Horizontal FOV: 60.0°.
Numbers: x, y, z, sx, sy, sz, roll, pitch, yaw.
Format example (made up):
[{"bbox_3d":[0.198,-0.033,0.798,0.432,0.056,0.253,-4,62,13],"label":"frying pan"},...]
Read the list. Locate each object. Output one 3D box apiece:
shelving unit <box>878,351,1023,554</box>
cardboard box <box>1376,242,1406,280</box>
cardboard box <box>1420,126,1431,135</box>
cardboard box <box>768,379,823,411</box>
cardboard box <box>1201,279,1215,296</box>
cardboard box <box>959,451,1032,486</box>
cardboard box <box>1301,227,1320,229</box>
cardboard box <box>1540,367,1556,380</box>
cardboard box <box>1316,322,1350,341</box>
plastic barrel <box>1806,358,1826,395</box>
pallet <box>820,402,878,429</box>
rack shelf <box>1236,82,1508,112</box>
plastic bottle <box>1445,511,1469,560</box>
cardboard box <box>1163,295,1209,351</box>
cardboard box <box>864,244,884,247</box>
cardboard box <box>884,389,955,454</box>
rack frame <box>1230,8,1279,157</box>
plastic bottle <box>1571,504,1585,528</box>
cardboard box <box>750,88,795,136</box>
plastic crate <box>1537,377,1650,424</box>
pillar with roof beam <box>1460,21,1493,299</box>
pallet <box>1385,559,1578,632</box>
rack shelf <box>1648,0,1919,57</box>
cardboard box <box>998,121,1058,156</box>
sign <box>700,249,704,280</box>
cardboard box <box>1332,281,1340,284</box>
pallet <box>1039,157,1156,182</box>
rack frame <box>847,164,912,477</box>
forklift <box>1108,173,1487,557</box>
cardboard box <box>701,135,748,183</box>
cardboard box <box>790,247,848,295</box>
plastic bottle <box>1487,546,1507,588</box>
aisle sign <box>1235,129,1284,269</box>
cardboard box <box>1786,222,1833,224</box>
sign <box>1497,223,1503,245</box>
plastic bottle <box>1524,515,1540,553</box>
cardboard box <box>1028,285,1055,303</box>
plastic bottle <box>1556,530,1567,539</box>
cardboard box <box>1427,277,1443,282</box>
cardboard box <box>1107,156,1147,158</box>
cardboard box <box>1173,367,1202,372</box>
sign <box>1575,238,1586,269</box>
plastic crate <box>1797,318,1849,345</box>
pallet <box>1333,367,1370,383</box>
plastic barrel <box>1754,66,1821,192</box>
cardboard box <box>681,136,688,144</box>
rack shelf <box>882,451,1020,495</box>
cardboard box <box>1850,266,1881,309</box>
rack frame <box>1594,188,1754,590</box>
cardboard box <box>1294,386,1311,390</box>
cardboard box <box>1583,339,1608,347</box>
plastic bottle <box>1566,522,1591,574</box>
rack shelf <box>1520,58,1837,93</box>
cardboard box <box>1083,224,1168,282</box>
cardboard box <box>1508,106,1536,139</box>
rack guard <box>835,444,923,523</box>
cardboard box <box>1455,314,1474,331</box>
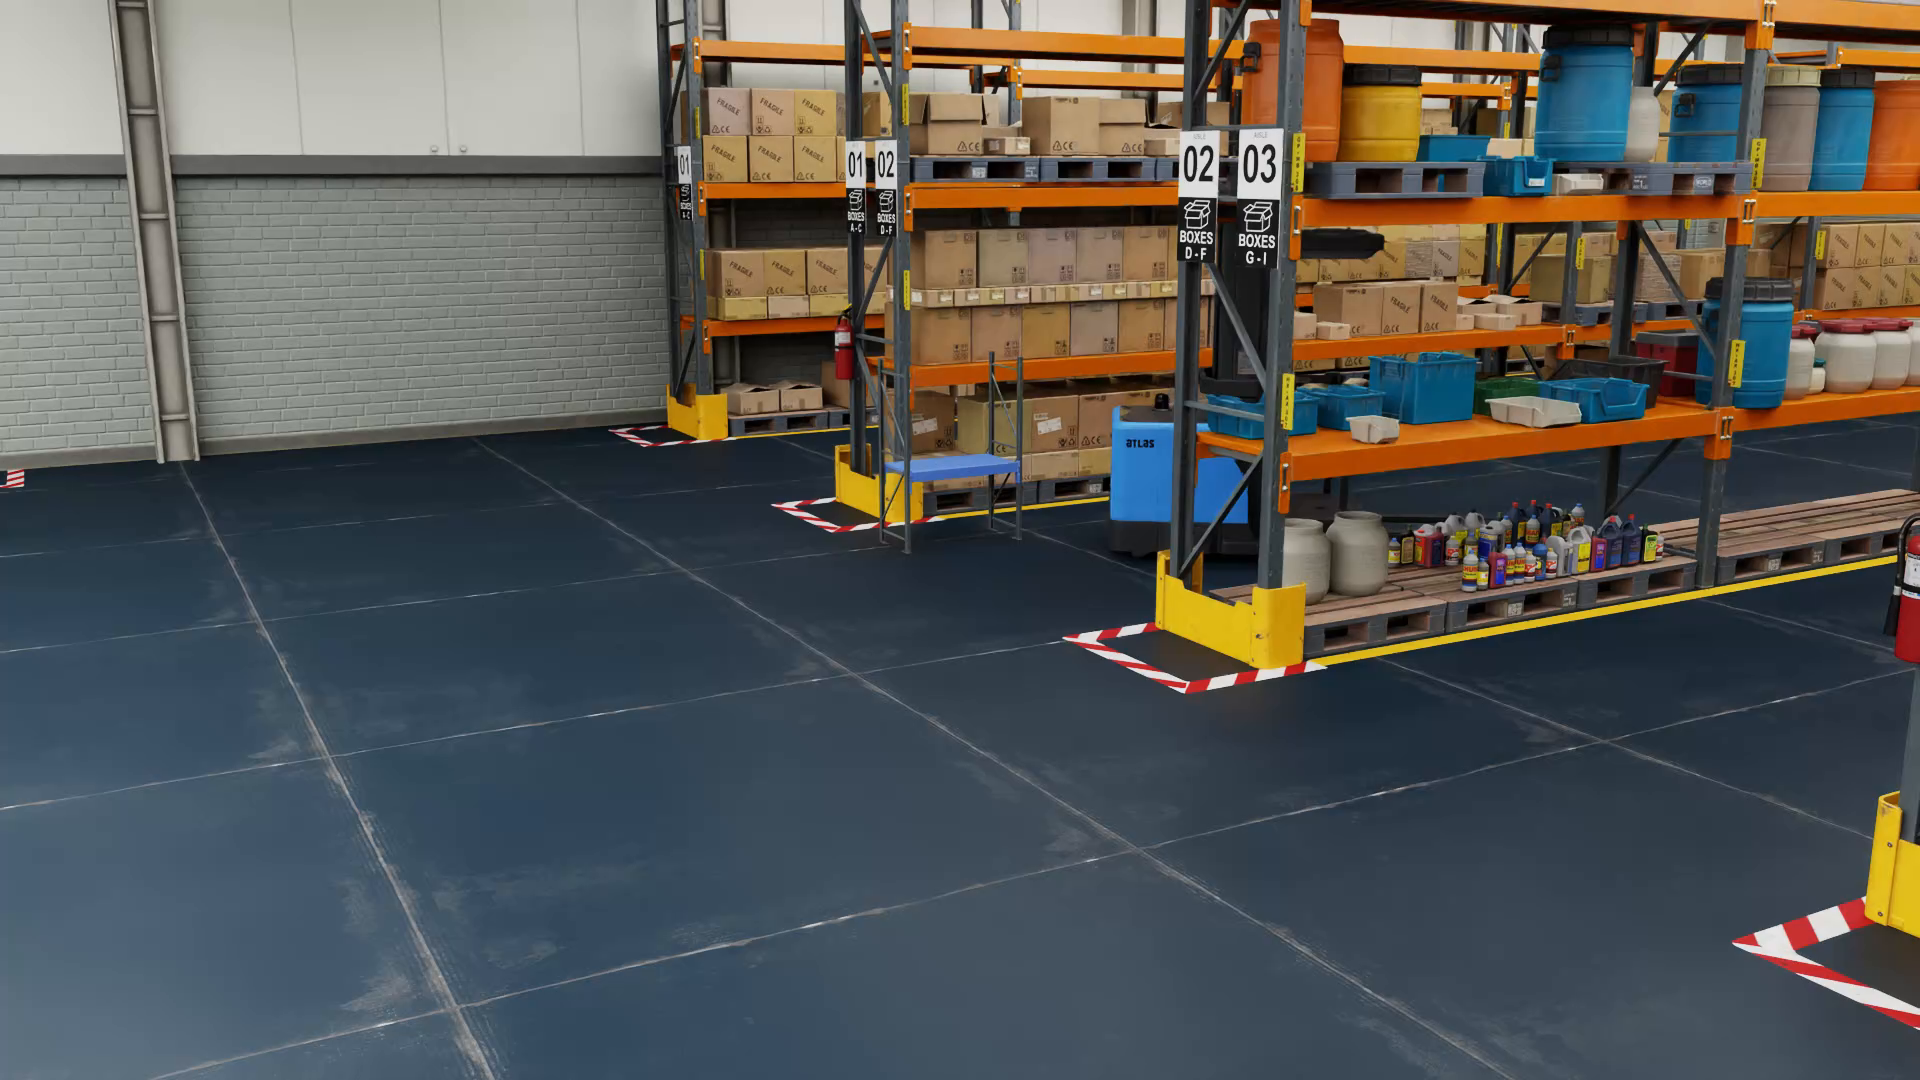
[{"bbox_3d":[-0.075,-0.723,13.405,1.048,1.500,0.538,-7,14,-28],"label":"shelving unit"},{"bbox_3d":[5.841,-3.902,23.166,0.500,0.500,0.500,-6,14,-26],"label":"cardboard box"},{"bbox_3d":[6.167,-5.541,23.335,0.500,0.500,0.700,-7,15,-29],"label":"cardboard box"},{"bbox_3d":[-1.933,-1.712,19.506,0.500,0.311,0.500,-6,14,-23],"label":"cardboard box"},{"bbox_3d":[2.222,-2.402,15.745,0.250,0.149,0.380,-7,15,-30],"label":"cardboard box"},{"bbox_3d":[0.308,-0.670,15.059,0.500,0.250,0.500,-7,14,-28],"label":"cardboard box"},{"bbox_3d":[4.486,-4.106,22.363,0.500,0.250,0.500,-6,14,-27],"label":"cardboard box"},{"bbox_3d":[7.024,-1.720,19.111,0.500,0.500,0.500,-6,14,-26],"label":"cardboard box"},{"bbox_3d":[3.680,-2.092,16.643,0.250,0.149,0.380,-7,14,-28],"label":"cardboard box"},{"bbox_3d":[6.410,-1.247,12.635,0.301,0.262,0.301,0,13,0],"label":"plastic barrel"},{"bbox_3d":[-1.217,-1.547,20.004,1.213,0.211,1.003,-7,14,-28],"label":"pallet"},{"bbox_3d":[5.694,-6.126,22.886,4.000,0.370,1.077,-7,14,-28],"label":"rack shelf"},{"bbox_3d":[3.565,-0.039,11.980,0.185,0.351,0.144,-6,14,-26],"label":"plastic bottle"},{"bbox_3d":[1.958,-2.104,15.900,0.500,0.500,0.700,-7,14,-28],"label":"cardboard box"},{"bbox_3d":[-0.981,-3.303,20.041,0.500,0.500,0.500,-6,14,-26],"label":"cardboard box"},{"bbox_3d":[-0.379,-1.083,15.185,0.500,0.500,0.500,-7,14,-28],"label":"cardboard box"},{"bbox_3d":[3.938,-6.462,21.828,0.127,3.000,1.000,-7,14,-28],"label":"rack frame"},{"bbox_3d":[4.685,-0.140,12.611,0.097,0.271,0.097,0,13,0],"label":"plastic bottle"},{"bbox_3d":[-2.164,-4.740,18.458,0.500,0.500,0.500,-7,14,-29],"label":"cardboard box"},{"bbox_3d":[4.333,-0.964,11.399,0.616,0.251,0.499,-7,14,-28],"label":"plastic crate"},{"bbox_3d":[9.712,-6.294,21.079,0.400,9.000,9.100,-7,14,-28],"label":"pillar with roof beam"},{"bbox_3d":[3.493,0.347,11.587,1.213,0.211,1.003,-7,14,-28],"label":"pallet"},{"bbox_3d":[6.930,-3.796,12.532,4.000,0.370,1.077,-7,14,-28],"label":"rack shelf"},{"bbox_3d":[0.666,-3.663,15.150,0.500,0.311,0.500,-5,14,-21],"label":"cardboard box"},{"bbox_3d":[-2.823,-3.012,18.187,0.005,0.325,0.100,-7,14,-28],"label":"sign"},{"bbox_3d":[4.999,-3.499,22.853,0.250,0.149,0.380,-7,14,-28],"label":"cardboard box"},{"bbox_3d":[0.999,-3.358,15.069,1.213,0.211,1.003,-7,14,-28],"label":"pallet"},{"bbox_3d":[-0.707,-1.739,14.507,0.127,3.000,1.000,-7,14,-28],"label":"rack frame"},{"bbox_3d":[2.704,-1.356,12.961,3.031,2.935,1.130,1,13,5],"label":"forklift"},{"bbox_3d":[-2.670,-4.203,18.346,0.500,0.500,0.500,-6,14,-26],"label":"cardboard box"},{"bbox_3d":[-1.625,-3.092,19.103,0.500,0.500,0.500,-7,15,-30],"label":"cardboard box"},{"bbox_3d":[3.612,0.175,11.184,0.133,0.283,0.061,-7,14,-27],"label":"plastic bottle"},{"bbox_3d":[1.741,-1.989,9.693,0.004,0.787,0.394,-7,14,-28],"label":"aisle sign"},{"bbox_3d":[10.594,-3.696,20.695,0.500,0.500,0.500,-7,15,-29],"label":"cardboard box"},{"bbox_3d":[7.718,-4.379,23.778,0.005,0.325,0.100,-7,14,-28],"label":"sign"},{"bbox_3d":[4.198,-0.045,12.191,0.097,0.271,0.097,0,13,0],"label":"plastic bottle"},{"bbox_3d":[0.646,-2.213,14.907,0.250,0.149,0.380,-7,15,-30],"label":"cardboard box"},{"bbox_3d":[4.224,0.066,11.670,0.133,0.283,0.061,-7,14,-28],"label":"plastic bottle"},{"bbox_3d":[6.625,-3.664,23.587,0.250,0.149,0.380,-7,14,-28],"label":"cardboard box"},{"bbox_3d":[2.028,-5.003,20.994,0.500,0.500,0.500,-7,15,-30],"label":"cardboard box"},{"bbox_3d":[2.824,-2.413,22.190,0.500,0.500,0.700,-7,14,-28],"label":"cardboard box"},{"bbox_3d":[6.584,-3.039,17.645,0.005,0.325,0.100,-7,14,-28],"label":"sign"},{"bbox_3d":[7.120,-1.546,13.502,0.583,0.464,0.402,-7,14,-28],"label":"plastic crate"},{"bbox_3d":[5.736,-2.371,23.663,1.213,0.211,1.003,-7,14,-28],"label":"pallet"},{"bbox_3d":[6.091,-3.077,12.478,0.600,0.901,0.600,0,13,0],"label":"plastic barrel"},{"bbox_3d":[-2.839,-4.308,18.816,0.500,0.500,0.500,-6,14,-24],"label":"cardboard box"},{"bbox_3d":[-0.075,-0.547,13.444,1.000,0.185,0.538,-7,14,-28],"label":"rack shelf"},{"bbox_3d":[10.852,-3.106,20.352,0.500,0.500,0.500,-7,14,-27],"label":"cardboard box"},{"bbox_3d":[5.174,-1.205,12.133,0.127,3.000,1.000,-7,14,-28],"label":"rack frame"},{"bbox_3d":[3.476,-1.451,17.254,0.500,0.311,0.500,-6,14,-26],"label":"cardboard box"},{"bbox_3d":[9.513,-3.164,25.572,0.500,0.500,0.700,-7,15,-30],"label":"cardboard box"},{"bbox_3d":[4.295,0.050,11.587,0.185,0.351,0.144,-7,14,-28],"label":"plastic bottle"},{"bbox_3d":[8.071,-5.172,18.645,4.000,0.370,1.077,-7,14,-28],"label":"rack shelf"},{"bbox_3d":[1.535,-2.688,15.539,0.500,0.500,0.700,-7,14,-28],"label":"cardboard box"},{"bbox_3d":[8.209,-5.987,23.997,0.500,0.500,0.500,-7,14,-28],"label":"cardboard box"},{"bbox_3d":[-0.728,-0.517,14.770,0.348,0.500,1.175,-7,14,-28],"label":"rack guard"},{"bbox_3d":[5.223,-2.314,17.629,0.250,0.149,0.380,-6,14,-24],"label":"cardboard box"}]
